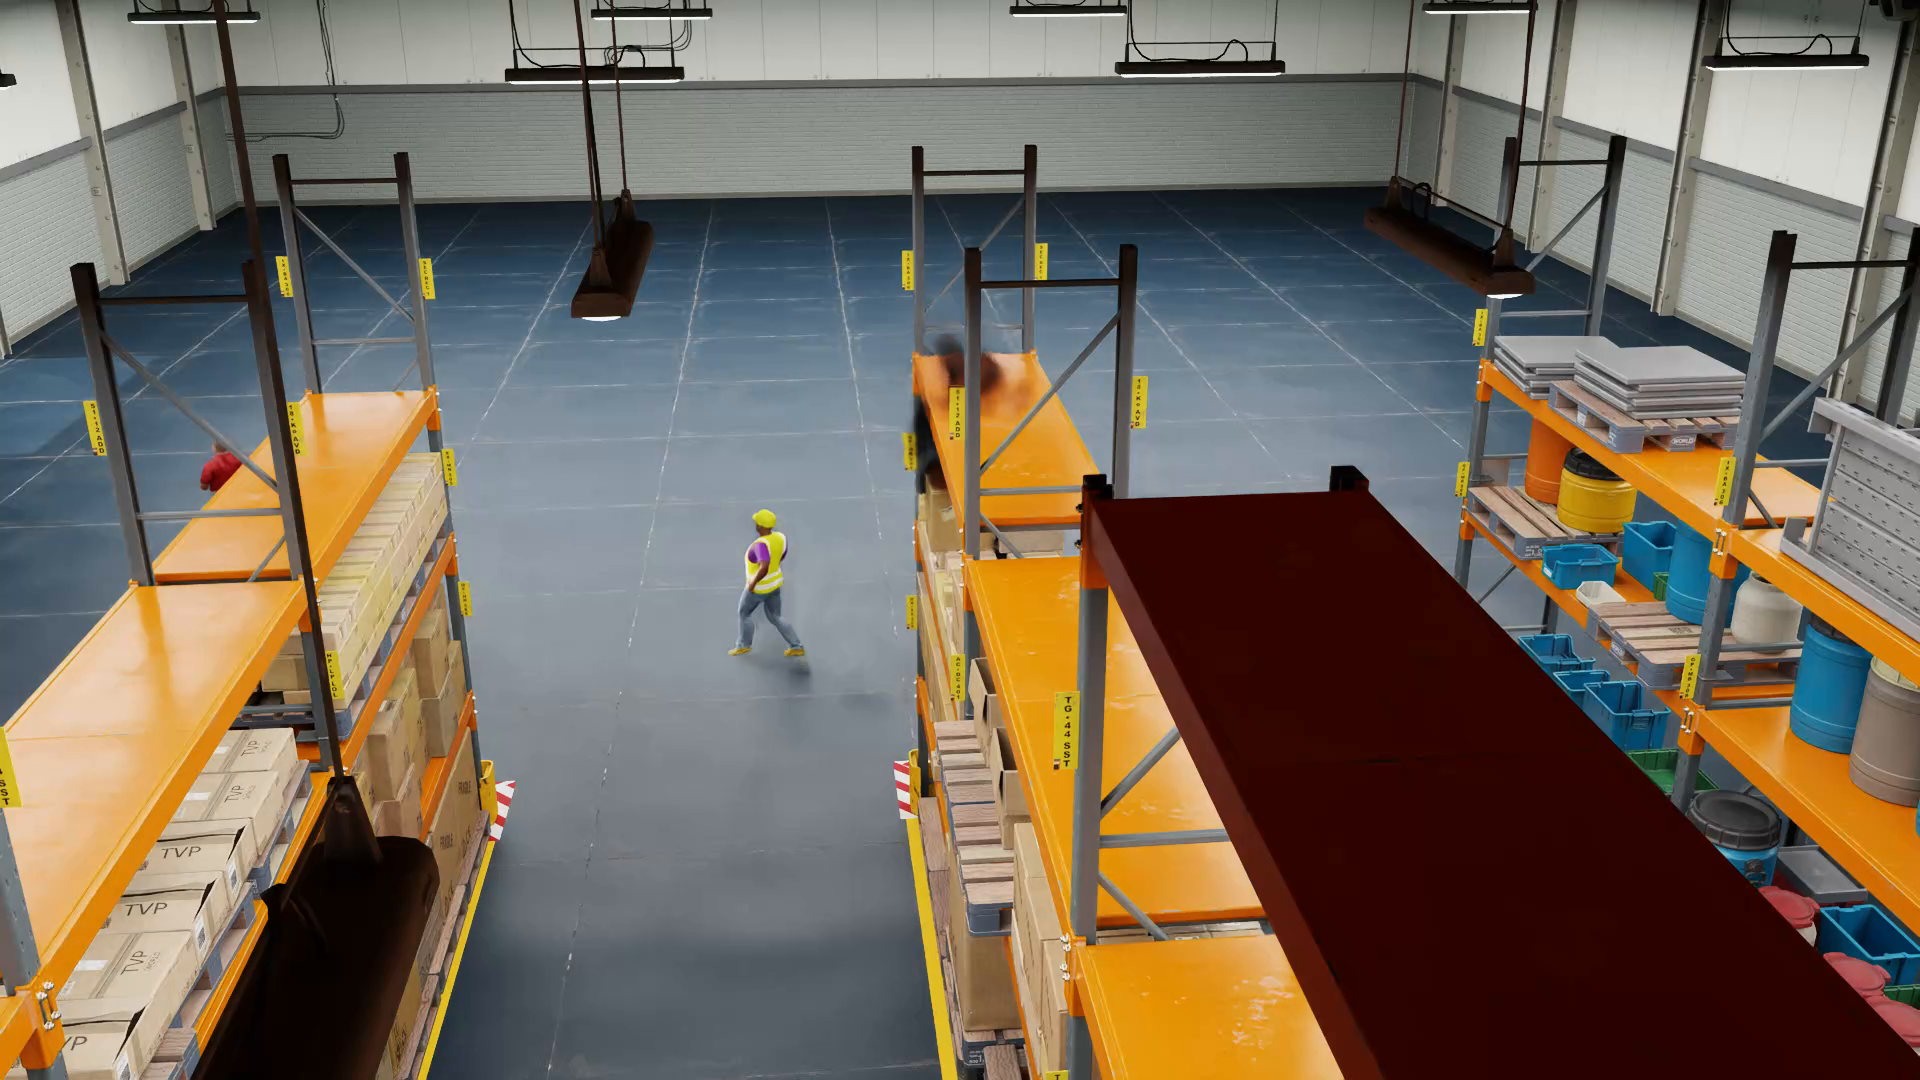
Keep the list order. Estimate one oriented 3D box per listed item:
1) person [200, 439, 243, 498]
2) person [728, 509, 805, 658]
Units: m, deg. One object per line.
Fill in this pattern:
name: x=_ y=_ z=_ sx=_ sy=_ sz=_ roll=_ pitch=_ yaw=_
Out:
person: x=-9.007 y=-0.470 z=20.509 sx=0.907 sy=1.696 sz=0.676 roll=15 pitch=26 yaw=34
person: x=-2.138 y=0.505 z=17.985 sx=0.944 sy=1.779 sz=0.706 roll=15 pitch=26 yaw=33
